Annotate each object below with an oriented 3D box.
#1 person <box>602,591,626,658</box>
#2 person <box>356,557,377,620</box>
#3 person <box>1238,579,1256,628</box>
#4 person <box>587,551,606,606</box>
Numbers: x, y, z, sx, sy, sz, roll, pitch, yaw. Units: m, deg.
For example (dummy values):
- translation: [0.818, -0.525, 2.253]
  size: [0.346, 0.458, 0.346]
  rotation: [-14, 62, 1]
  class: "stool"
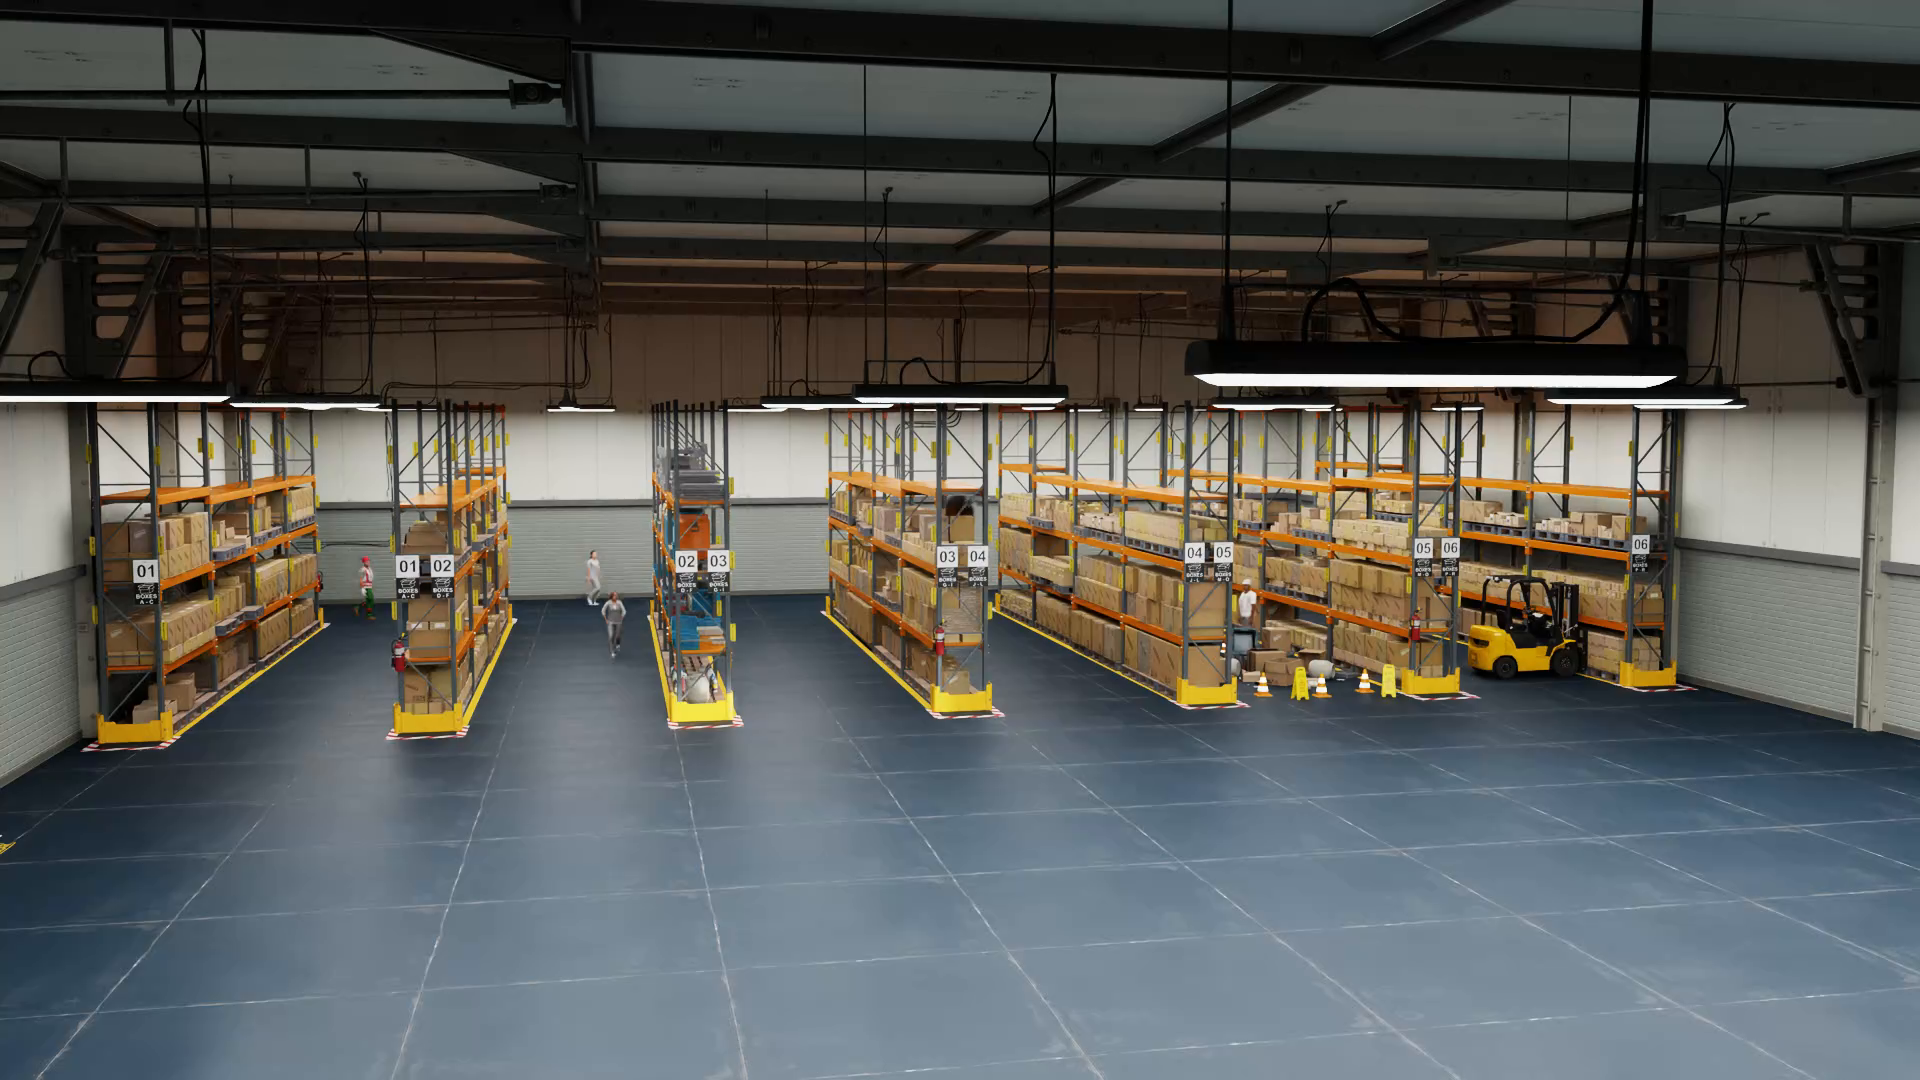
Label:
- translation: [-8.201, 1.991, 39.400]
  size: [0.555, 1.583, 0.568]
  rotation: [-1, 4, -8]
  class: "person"
- translation: [-16.504, 1.345, 46.197]
  size: [0.577, 1.758, 0.630]
  rotation: [-1, 4, -10]
  class: "person"
- translation: [6.897, 1.833, 39.952]
  size: [0.377, 1.767, 0.653]
  rotation: [0, 4, -5]
  class: "person"
- translation: [-10.888, 1.139, 49.763]
  size: [0.525, 1.653, 0.463]
  rotation: [1, 4, 9]
  class: "person"
